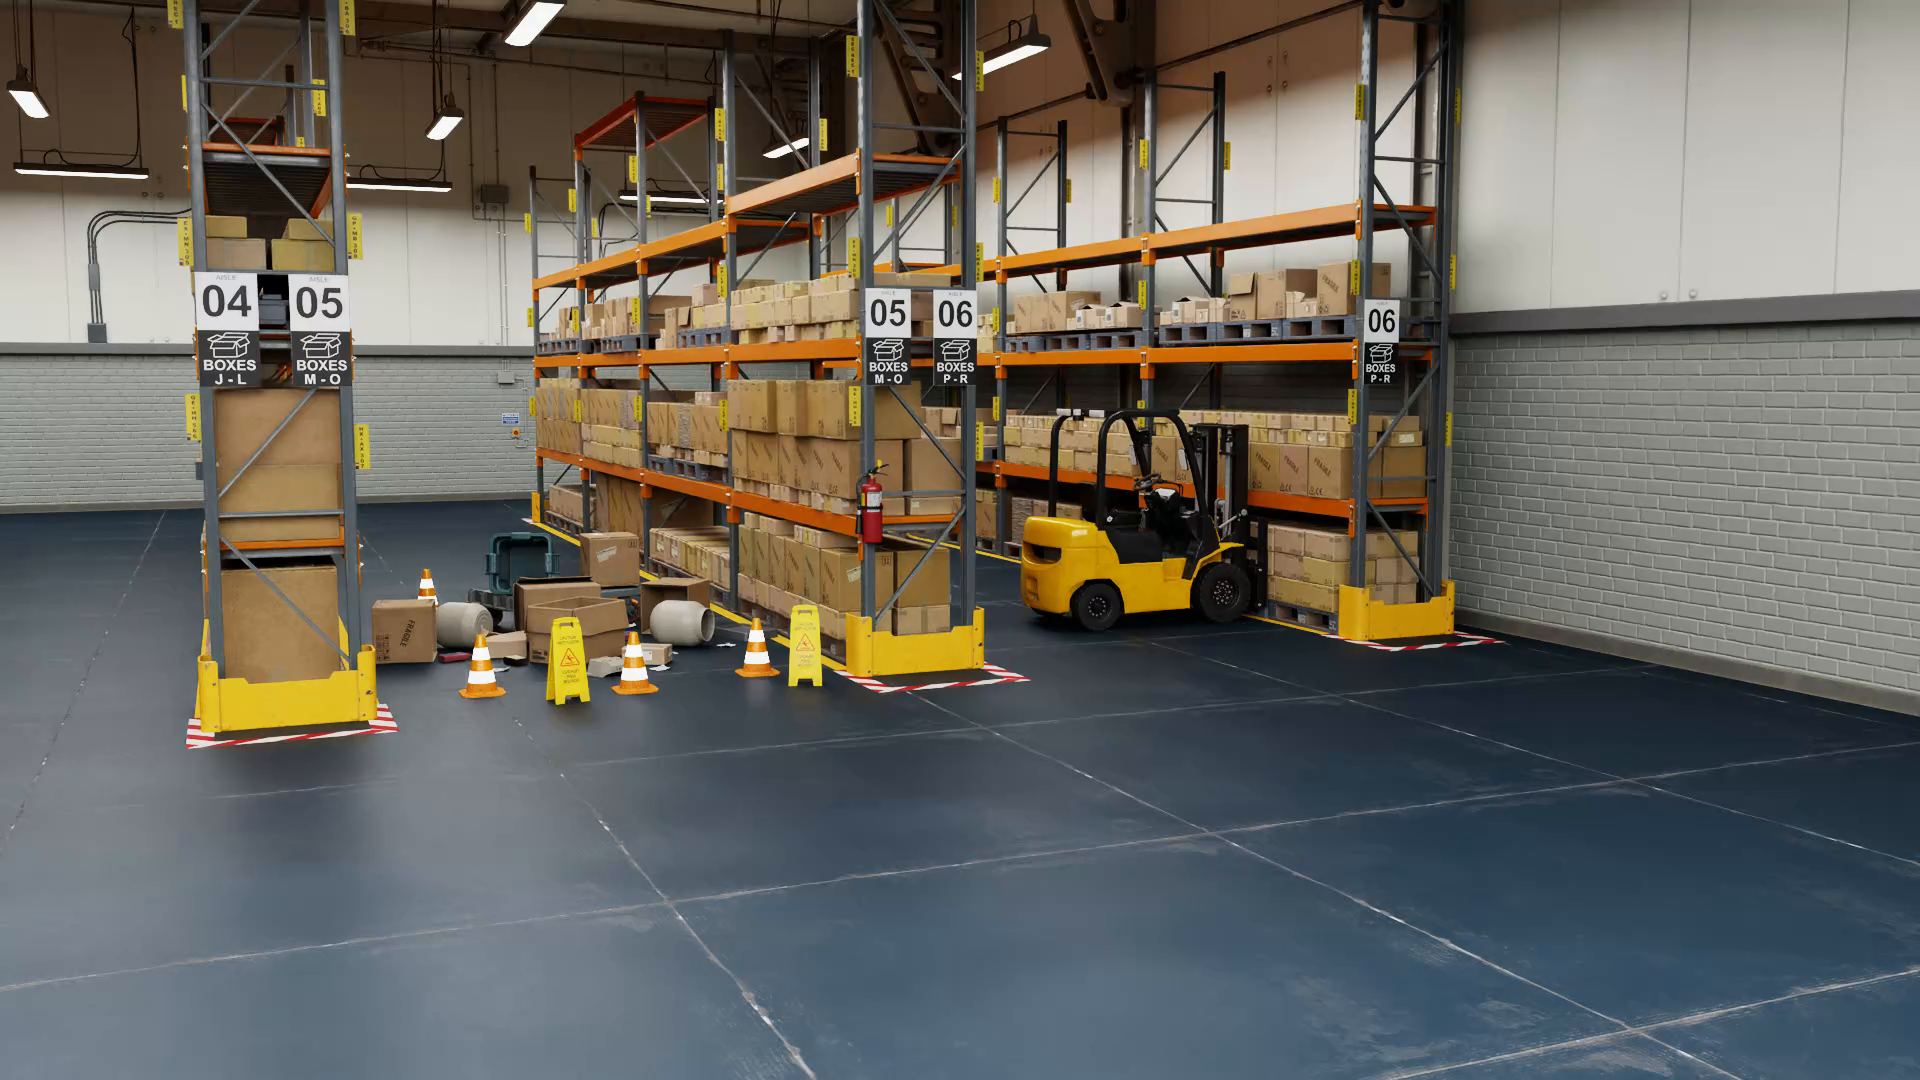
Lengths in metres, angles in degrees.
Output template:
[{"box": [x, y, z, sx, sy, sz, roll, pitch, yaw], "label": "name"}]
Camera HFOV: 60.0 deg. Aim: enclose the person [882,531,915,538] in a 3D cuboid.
[{"box": [-0.741, -0.219, 19.356, 0.430, 1.552, 0.822, -3, 6, -25], "label": "person"}]
